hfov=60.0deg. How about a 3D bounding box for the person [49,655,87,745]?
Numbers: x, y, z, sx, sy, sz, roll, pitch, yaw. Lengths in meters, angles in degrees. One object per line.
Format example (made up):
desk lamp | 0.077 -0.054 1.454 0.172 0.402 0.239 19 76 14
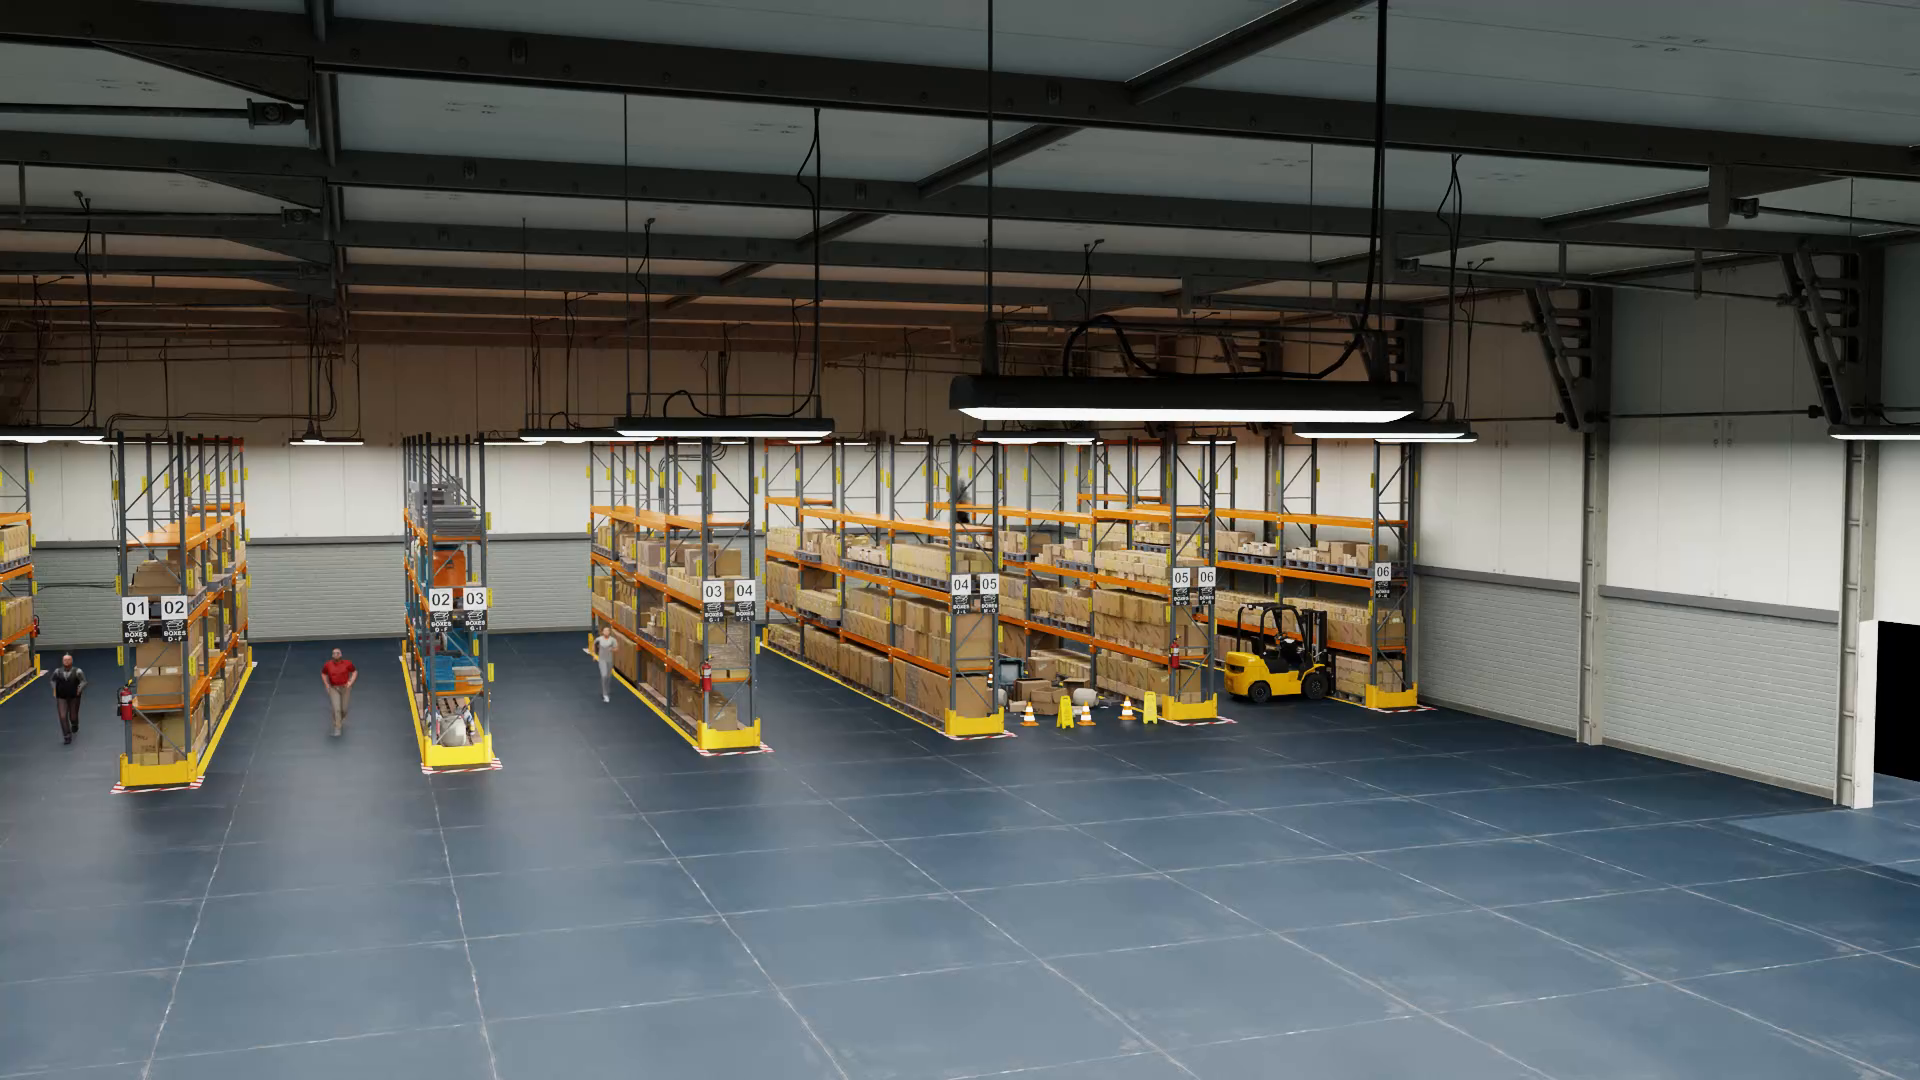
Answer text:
person | -17.362 3.091 32.377 0.662 1.712 0.819 -1 3 -23

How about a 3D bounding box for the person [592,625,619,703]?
person | -8.040 2.783 37.745 0.535 1.715 0.856 -1 3 -25

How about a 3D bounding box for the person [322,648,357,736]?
person | -12.444 3.035 33.366 0.671 1.757 0.750 -1 3 -19

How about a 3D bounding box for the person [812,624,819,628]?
person | -4.328 2.073 49.389 0.673 1.696 0.718 2 4 34
